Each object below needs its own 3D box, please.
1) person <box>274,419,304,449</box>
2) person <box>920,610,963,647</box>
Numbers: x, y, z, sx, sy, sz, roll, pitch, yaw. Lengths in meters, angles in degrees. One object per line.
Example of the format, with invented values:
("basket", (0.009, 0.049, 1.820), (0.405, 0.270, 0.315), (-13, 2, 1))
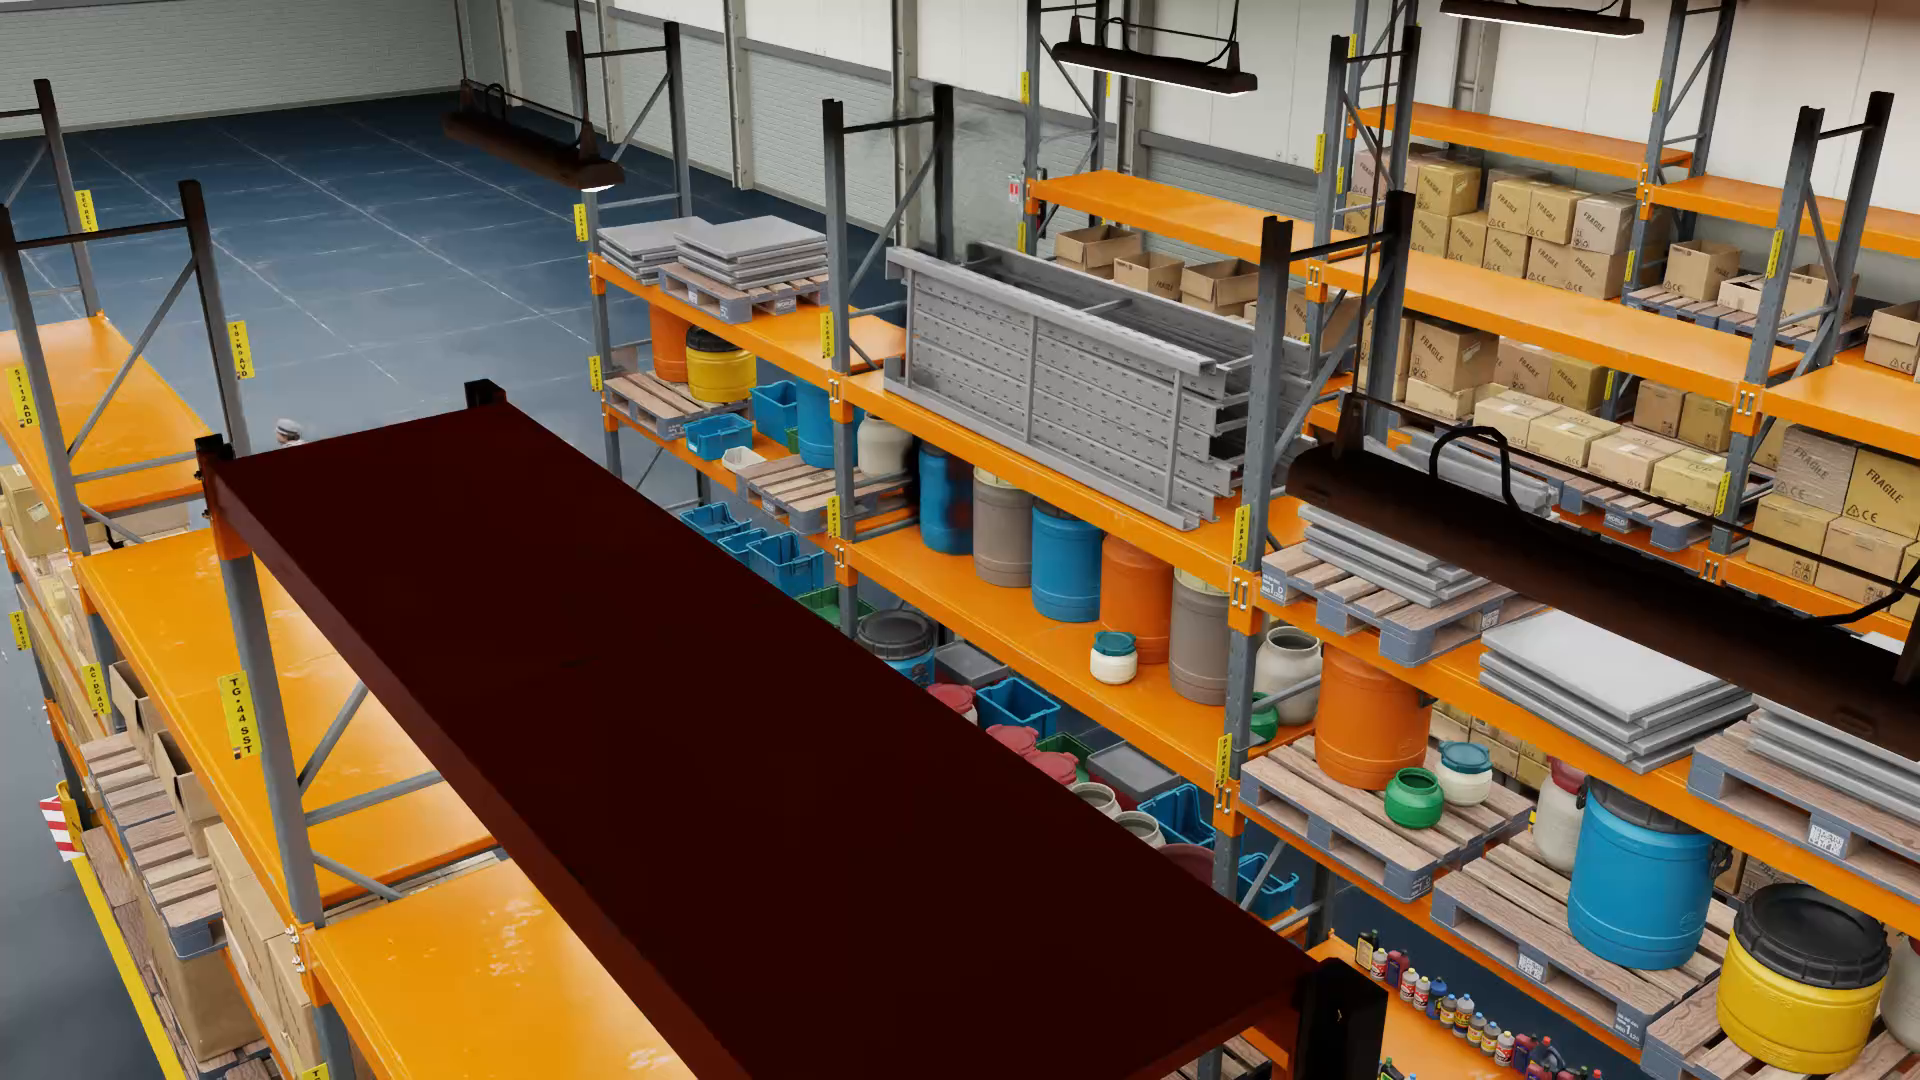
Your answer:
("person", (-7.132, -0.512, 18.082), (0.787, 1.677, 0.641), (-1, 25, -2))
("person", (-0.198, 0.436, 16.090), (0.563, 1.666, 0.802), (-22, 33, -39))
